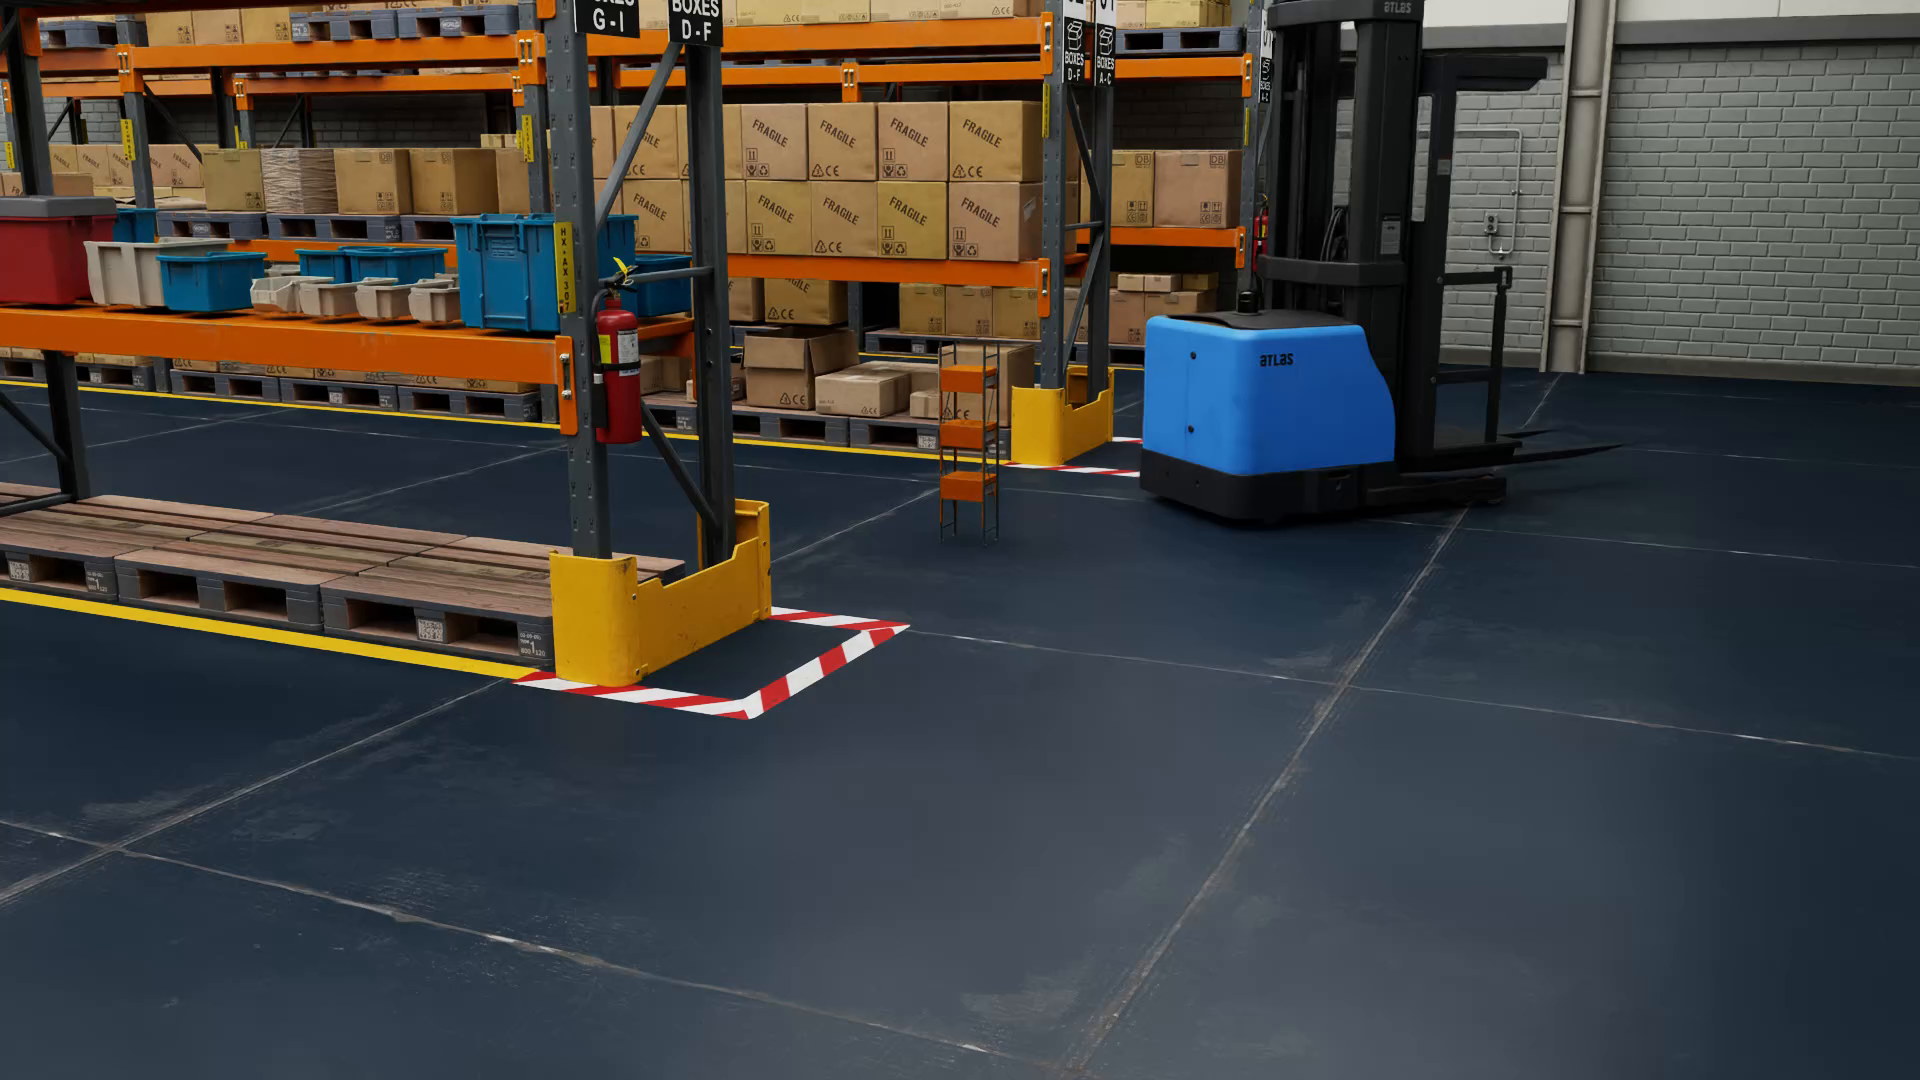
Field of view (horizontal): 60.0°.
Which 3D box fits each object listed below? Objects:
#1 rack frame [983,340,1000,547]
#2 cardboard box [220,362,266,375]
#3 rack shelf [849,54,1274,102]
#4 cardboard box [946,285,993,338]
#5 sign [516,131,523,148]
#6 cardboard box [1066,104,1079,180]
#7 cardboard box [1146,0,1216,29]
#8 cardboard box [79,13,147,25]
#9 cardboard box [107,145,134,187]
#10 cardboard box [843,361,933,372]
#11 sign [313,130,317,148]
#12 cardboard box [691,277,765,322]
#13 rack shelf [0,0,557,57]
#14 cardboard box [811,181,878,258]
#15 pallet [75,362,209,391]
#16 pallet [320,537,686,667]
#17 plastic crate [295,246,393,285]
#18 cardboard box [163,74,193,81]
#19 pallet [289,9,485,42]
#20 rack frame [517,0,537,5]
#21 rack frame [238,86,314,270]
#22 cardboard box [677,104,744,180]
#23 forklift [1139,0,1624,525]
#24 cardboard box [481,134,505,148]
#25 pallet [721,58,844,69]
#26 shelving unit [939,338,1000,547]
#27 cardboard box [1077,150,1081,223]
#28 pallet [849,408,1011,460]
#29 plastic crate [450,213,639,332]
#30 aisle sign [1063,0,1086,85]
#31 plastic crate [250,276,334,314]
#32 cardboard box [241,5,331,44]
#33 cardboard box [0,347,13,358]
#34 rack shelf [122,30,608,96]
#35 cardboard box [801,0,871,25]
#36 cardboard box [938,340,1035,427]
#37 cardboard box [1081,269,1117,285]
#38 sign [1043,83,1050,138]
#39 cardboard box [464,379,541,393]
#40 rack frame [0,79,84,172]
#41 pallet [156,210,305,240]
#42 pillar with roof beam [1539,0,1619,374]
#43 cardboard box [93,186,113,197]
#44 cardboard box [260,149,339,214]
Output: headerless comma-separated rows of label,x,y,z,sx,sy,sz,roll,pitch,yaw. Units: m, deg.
rack frame,0.160,-0.495,8.566,0.008,1.050,0.200,6,14,23
cardboard box,-5.755,-1.652,13.737,0.500,0.500,0.500,5,14,21
rack shelf,0.953,-4.394,15.922,4.000,0.370,1.077,6,14,23
cardboard box,0.224,-2.318,16.621,0.500,0.500,0.700,6,14,23
sign,-4.744,-4.250,17.938,0.005,0.325,0.100,6,14,23
cardboard box,0.480,-2.695,11.267,0.500,0.500,0.500,6,15,25
cardboard box,2.004,-4.751,15.061,0.500,0.250,0.500,6,15,25
cardboard box,-6.974,-4.426,13.893,0.500,0.250,0.500,5,14,19
cardboard box,-10.138,-4.632,20.570,0.500,0.500,0.500,6,15,25
cardboard box,-0.518,-1.141,12.108,0.500,0.250,0.500,6,14,23
sign,-7.969,-4.889,20.489,0.005,0.325,0.100,6,14,23
cardboard box,-2.337,-2.741,17.657,0.750,0.750,0.750,6,15,25
rack shelf,-3.060,-2.324,7.103,4.000,0.370,1.077,6,14,23
cardboard box,-0.671,-2.191,11.309,0.500,0.500,0.500,6,14,24
pallet,-7.273,-1.531,14.815,1.213,0.211,1.003,6,14,23
pallet,-1.970,0.244,7.253,1.213,0.211,1.003,6,14,23
plastic crate,-2.802,-1.218,7.615,0.300,0.233,0.416,6,14,23
cardboard box,-9.209,-5.772,19.959,0.500,0.500,0.500,5,14,18
pallet,-4.396,-3.973,12.965,1.003,0.211,1.213,6,14,23
rack frame,-2.879,-5.354,11.875,0.127,3.000,1.000,6,14,23
rack frame,-8.190,-4.209,20.126,0.127,3.000,1.000,6,14,23
cardboard box,-1.620,-2.771,11.592,0.500,0.500,0.500,5,14,22
forklift,2.604,-1.717,9.656,3.031,2.935,1.130,-6,15,-25
cardboard box,-5.161,-4.470,18.636,0.250,0.149,0.380,3,14,14
pallet,-1.734,-4.910,16.968,1.217,0.209,0.805,5,14,21
shelving unit,0.049,-0.506,8.614,0.252,1.050,0.215,6,14,23
cardboard box,0.948,-3.427,16.137,0.700,0.700,0.980,5,14,21
pallet,-0.020,-0.786,11.645,1.213,0.211,1.003,6,14,23
plastic crate,-1.613,-1.068,6.530,0.499,0.435,0.616,6,14,23
aisle sign,0.717,-3.259,10.386,0.004,0.787,0.394,6,14,23
plastic crate,-2.852,-1.042,7.074,0.250,0.136,0.298,6,14,23
cardboard box,-5.182,-4.184,13.235,0.500,0.500,0.910,6,14,23
cardboard box,-8.519,-1.808,14.995,0.500,0.250,0.500,6,15,24
rack shelf,-4.707,-3.729,13.088,4.000,0.370,1.077,6,14,23
cardboard box,-0.713,-3.535,11.018,0.500,0.250,0.500,6,14,23
cardboard box,0.182,-1.060,11.213,0.500,0.500,0.500,6,14,23
cardboard box,1.371,-2.569,16.271,0.250,0.149,0.380,6,14,24
sign,0.535,-2.667,10.328,0.005,0.325,0.100,6,14,23
cardboard box,-3.446,-1.417,12.735,0.500,0.500,0.500,6,14,23
rack frame,-11.847,-4.579,21.703,0.127,3.000,1.000,6,14,23
pallet,-5.888,-2.662,13.955,1.003,0.211,1.213,6,14,23
pillar with roof beam,3.857,-5.051,10.582,0.400,9.000,9.100,6,14,23
cardboard box,-10.586,-4.311,20.844,0.500,0.250,0.500,6,14,22
cardboard box,-5.156,-2.898,13.399,0.500,0.500,0.700,9,16,34
